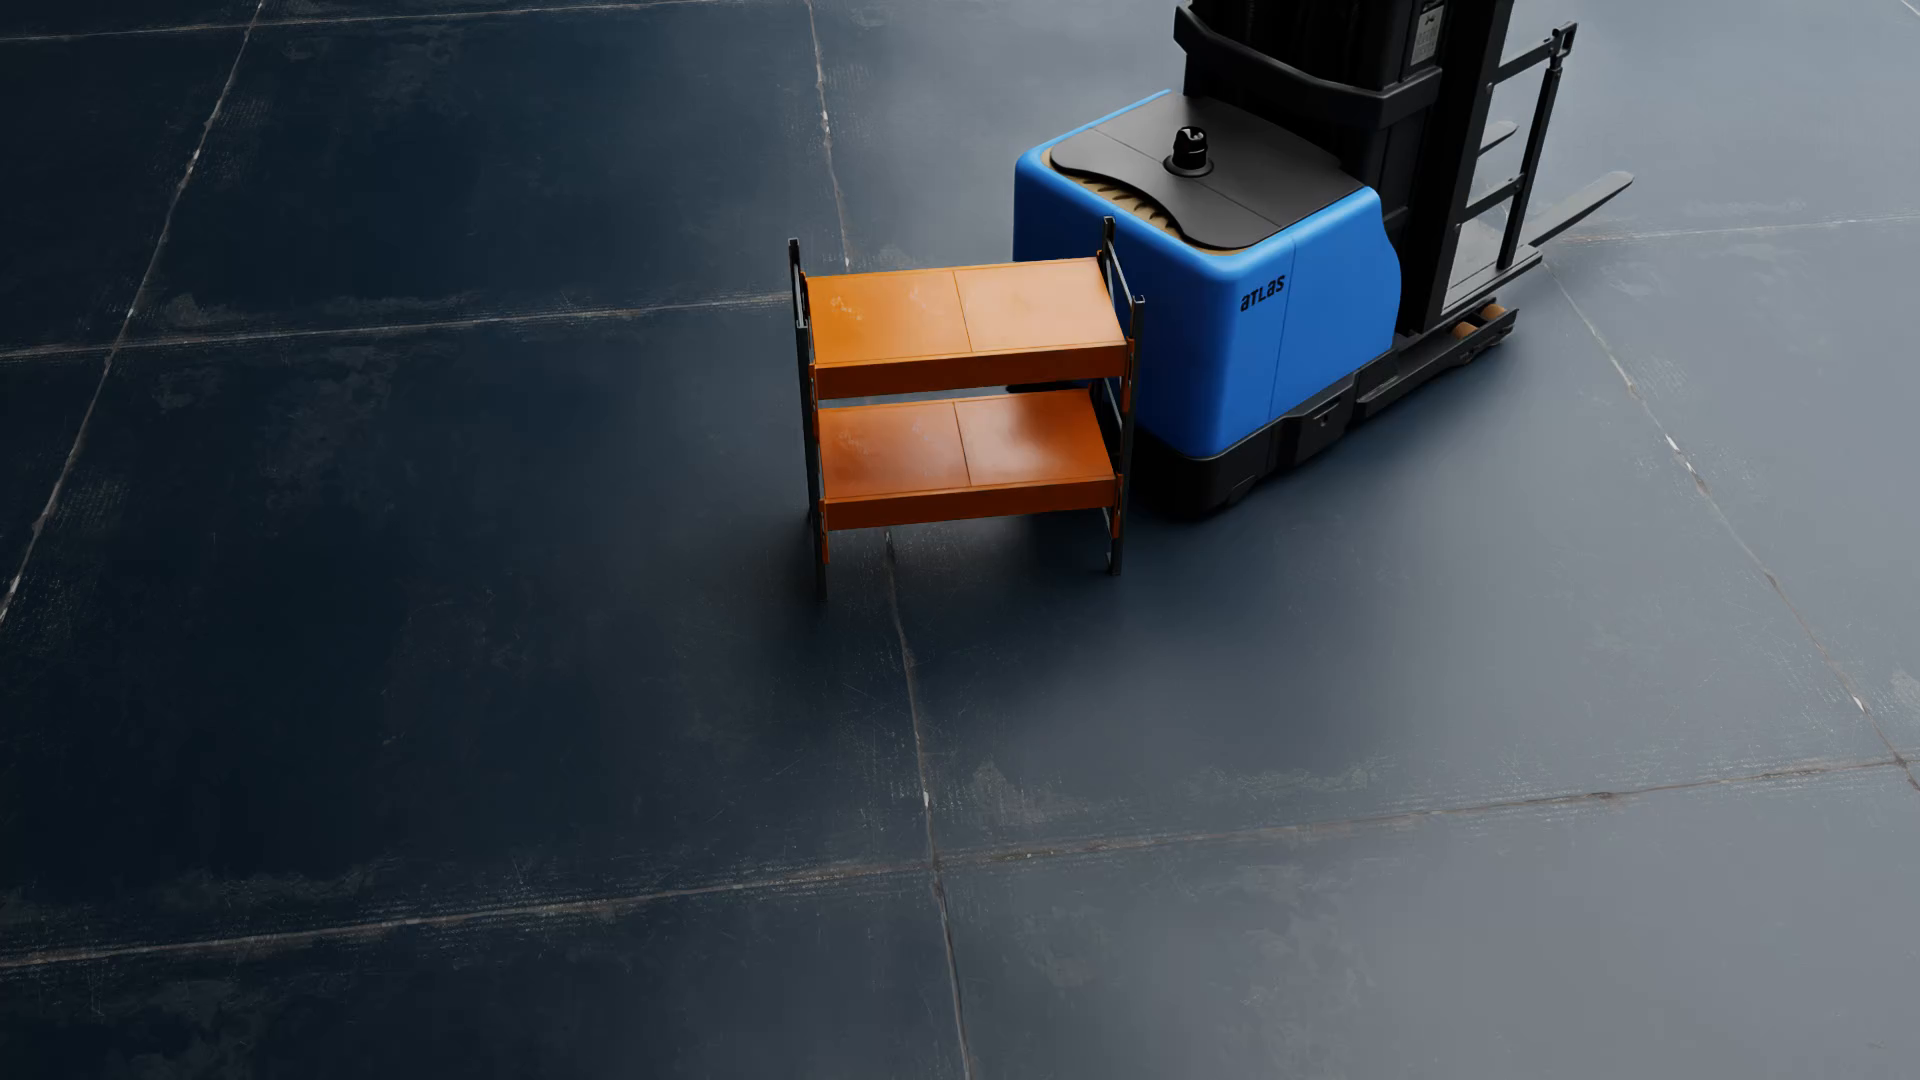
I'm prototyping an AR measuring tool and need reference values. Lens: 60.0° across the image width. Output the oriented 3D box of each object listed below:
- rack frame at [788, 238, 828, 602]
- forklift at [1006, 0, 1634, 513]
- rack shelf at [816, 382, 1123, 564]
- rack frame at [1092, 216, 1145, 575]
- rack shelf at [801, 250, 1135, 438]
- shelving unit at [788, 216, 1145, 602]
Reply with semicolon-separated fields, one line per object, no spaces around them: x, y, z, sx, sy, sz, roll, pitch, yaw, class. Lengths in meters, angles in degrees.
-0.497;-0.374;5.469;0.032;1.125;0.500;-5;42;-6;rack frame
1.619;-2.033;5.959;3.031;2.935;1.130;-30;50;-29;forklift
0.007;-0.237;5.681;1.000;0.278;0.538;-5;42;-6;rack shelf
0.511;-0.462;5.566;0.032;1.125;0.500;-5;42;-6;rack frame
0.007;-0.636;5.322;1.000;0.278;0.538;-5;42;-6;rack shelf
0.007;-0.418;5.518;1.048;1.125;0.538;-5;42;-6;shelving unit
